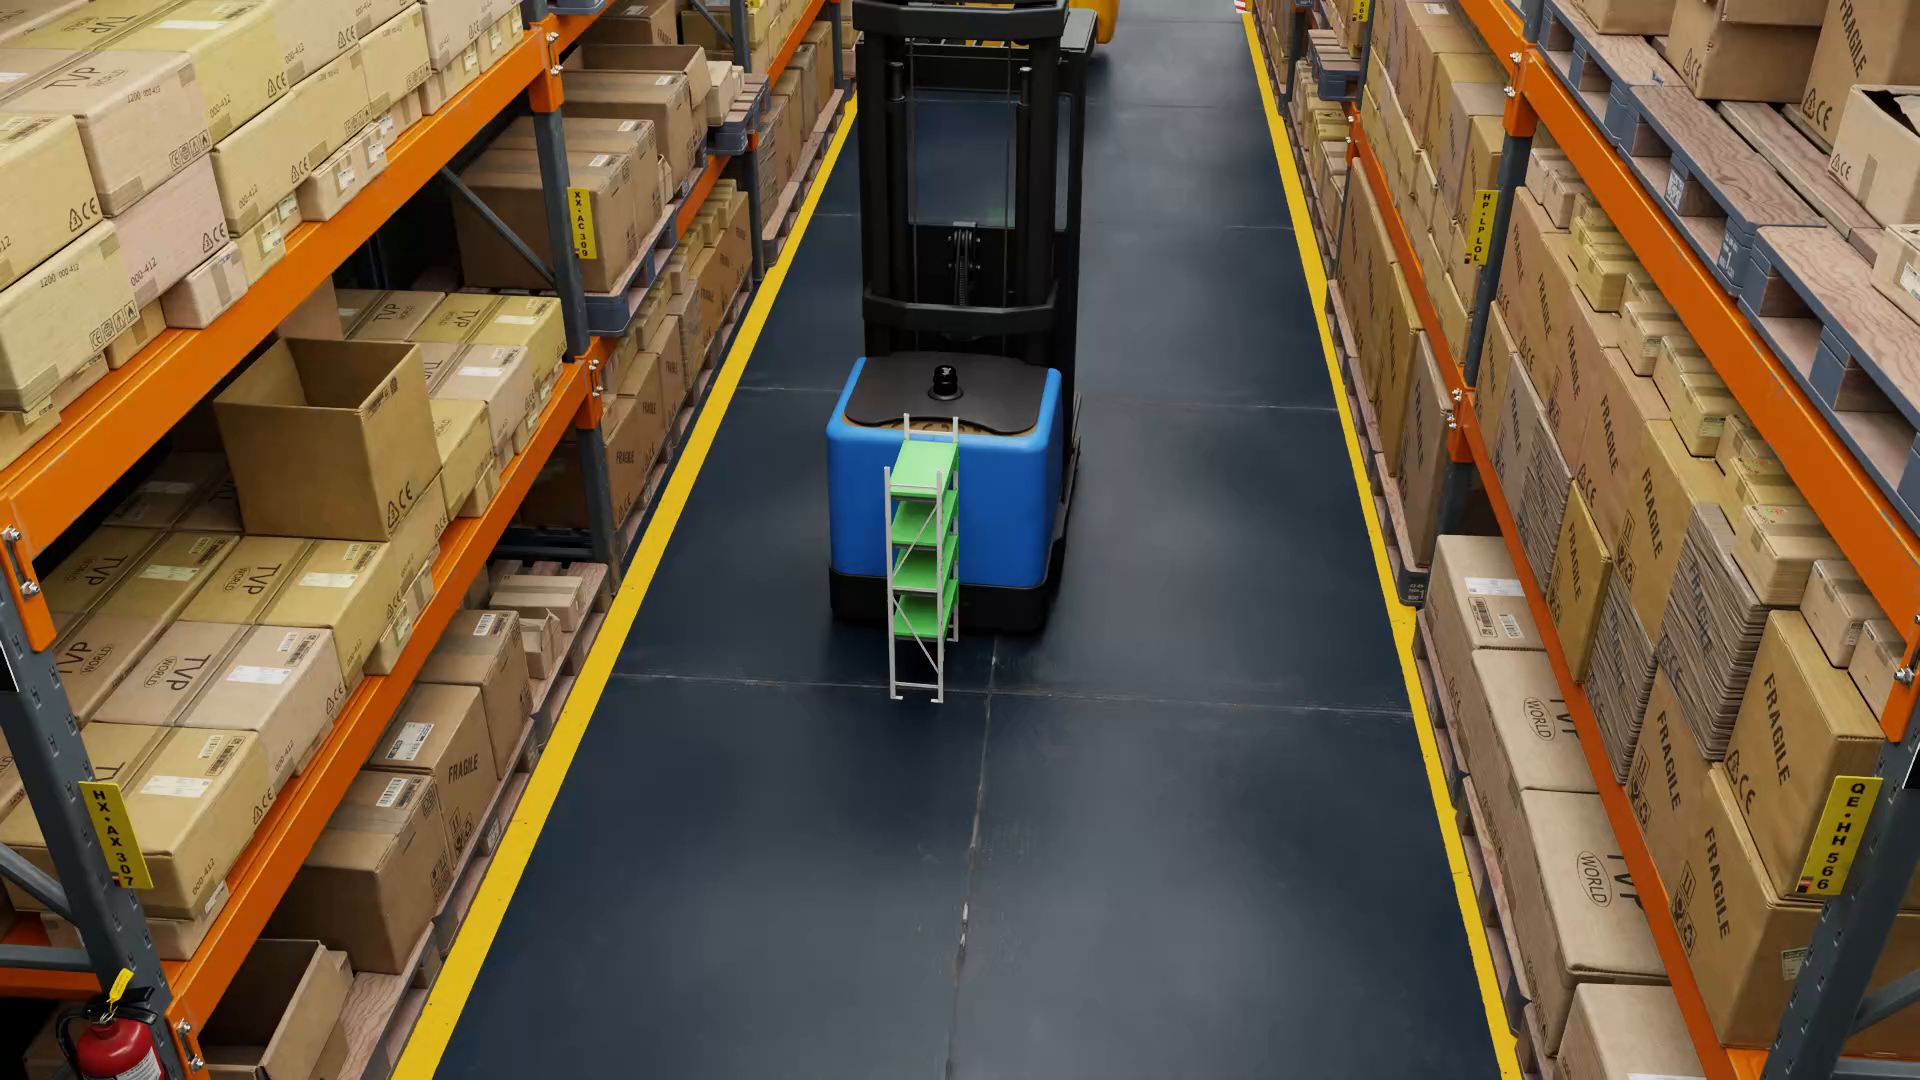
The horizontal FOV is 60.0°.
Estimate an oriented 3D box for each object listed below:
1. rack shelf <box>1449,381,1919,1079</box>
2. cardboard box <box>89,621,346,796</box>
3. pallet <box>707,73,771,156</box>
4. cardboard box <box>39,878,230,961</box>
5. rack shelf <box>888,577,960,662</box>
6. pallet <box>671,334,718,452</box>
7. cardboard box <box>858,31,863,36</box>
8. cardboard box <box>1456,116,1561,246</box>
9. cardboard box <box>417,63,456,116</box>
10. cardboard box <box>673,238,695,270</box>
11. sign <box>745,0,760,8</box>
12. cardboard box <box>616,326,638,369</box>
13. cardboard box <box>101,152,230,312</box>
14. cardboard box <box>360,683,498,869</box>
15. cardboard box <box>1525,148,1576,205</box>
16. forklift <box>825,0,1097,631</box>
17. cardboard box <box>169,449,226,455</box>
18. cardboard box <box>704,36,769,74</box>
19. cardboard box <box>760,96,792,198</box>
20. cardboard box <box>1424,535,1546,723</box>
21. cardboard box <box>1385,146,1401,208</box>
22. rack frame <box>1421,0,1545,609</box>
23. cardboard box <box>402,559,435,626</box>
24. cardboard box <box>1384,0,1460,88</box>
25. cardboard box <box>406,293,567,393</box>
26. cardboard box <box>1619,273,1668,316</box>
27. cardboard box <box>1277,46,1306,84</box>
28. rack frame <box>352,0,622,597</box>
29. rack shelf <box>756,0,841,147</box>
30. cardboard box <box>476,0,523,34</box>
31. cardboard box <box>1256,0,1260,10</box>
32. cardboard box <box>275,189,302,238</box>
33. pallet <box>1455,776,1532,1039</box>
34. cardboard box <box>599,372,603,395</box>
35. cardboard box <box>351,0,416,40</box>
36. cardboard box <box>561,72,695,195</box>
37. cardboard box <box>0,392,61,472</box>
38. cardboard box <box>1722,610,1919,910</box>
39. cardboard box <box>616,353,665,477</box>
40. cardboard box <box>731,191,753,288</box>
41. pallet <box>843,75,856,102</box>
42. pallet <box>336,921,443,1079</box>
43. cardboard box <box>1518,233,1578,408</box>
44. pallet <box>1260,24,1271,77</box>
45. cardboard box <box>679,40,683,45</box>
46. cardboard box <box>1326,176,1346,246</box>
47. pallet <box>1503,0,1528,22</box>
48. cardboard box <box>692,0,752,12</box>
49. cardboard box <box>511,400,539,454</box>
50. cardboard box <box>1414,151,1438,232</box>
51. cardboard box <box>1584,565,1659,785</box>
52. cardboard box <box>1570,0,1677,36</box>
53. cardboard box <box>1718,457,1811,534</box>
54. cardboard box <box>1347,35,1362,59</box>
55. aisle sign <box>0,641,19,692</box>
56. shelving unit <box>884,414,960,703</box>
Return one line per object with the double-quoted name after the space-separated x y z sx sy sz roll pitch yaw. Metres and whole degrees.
2.574 0.516 5.739 1.077 0.370 4.000 2 32 4 "rack shelf"
-2.190 0.494 4.949 0.500 0.250 0.500 3 32 5 "cardboard box"
-1.870 -2.698 10.452 1.213 0.211 1.003 2 32 4 "pallet"
-2.236 0.993 4.520 0.380 0.149 0.250 2 32 4 "cardboard box"
-0.162 0.349 7.619 0.258 0.148 0.480 4 32 7 "rack shelf"
-2.086 -0.925 10.050 1.003 0.211 1.213 2 32 4 "pallet"
-1.164 -4.742 15.806 0.500 0.250 0.500 2 32 3 "cardboard box"
2.523 -1.548 7.355 0.500 0.500 0.500 3 32 6 "cardboard box"
-2.024 -1.619 5.898 0.380 0.149 0.250 2 32 4 "cardboard box"
-1.816 -1.713 10.034 0.380 0.149 0.250 2 32 3 "cardboard box"
-1.344 -3.578 10.669 0.100 0.325 0.005 2 32 4 "sign"
-1.953 -1.039 8.942 0.380 0.149 0.250 2 32 3 "cardboard box"
-2.207 -0.781 4.158 0.500 0.250 0.500 3 32 5 "cardboard box"
-2.141 0.898 6.416 0.500 0.500 0.500 3 32 5 "cardboard box"
2.452 -1.426 6.538 0.380 0.149 0.250 2 32 3 "cardboard box"
0.087 -1.571 8.506 1.130 2.935 3.031 4 32 7 "forklift"
-2.598 -0.329 6.284 0.500 0.250 0.500 3 32 5 "cardboard box"
-1.606 -3.295 11.381 0.500 0.250 0.500 3 32 4 "cardboard box"
-1.775 -2.973 12.578 0.875 0.625 0.625 3 32 6 "cardboard box"
2.579 0.400 7.284 0.875 0.438 0.875 2 32 3 "cardboard box"
2.699 -2.075 9.401 0.500 0.250 0.500 3 32 6 "cardboard box"
2.737 -0.836 7.247 1.000 3.000 0.127 2 32 4 "rack frame"
-2.081 0.183 5.834 0.380 0.149 0.250 3 32 5 "cardboard box"
2.748 -2.888 9.529 0.500 0.500 0.500 3 32 4 "cardboard box"
-2.009 -0.832 7.100 0.500 0.250 0.500 3 32 5 "cardboard box"
2.398 -0.756 5.451 0.380 0.149 0.250 2 32 4 "cardboard box"
3.168 -4.348 15.166 0.500 0.250 0.500 4 32 6 "cardboard box"
-2.211 -1.046 7.588 1.000 3.000 0.127 2 32 4 "rack frame"
-1.722 -3.877 12.867 1.077 0.370 4.000 2 32 4 "rack shelf"
-2.001 -2.122 6.335 0.500 0.250 0.500 3 32 4 "cardboard box"
3.372 -5.709 17.375 0.500 0.250 0.500 2 32 4 "cardboard box"
-2.150 -0.948 4.809 0.380 0.149 0.250 2 32 3 "cardboard box"
2.500 1.385 6.301 1.003 0.211 1.213 2 32 4 "pallet"
-1.977 -0.742 8.175 0.380 0.149 0.250 2 32 3 "cardboard box"
-2.094 -1.794 5.325 0.500 0.250 0.500 3 32 5 "cardboard box"
-1.842 -2.192 8.952 0.700 0.500 0.500 2 32 4 "cardboard box"
-2.279 -0.281 3.727 0.380 0.149 0.250 3 32 5 "cardboard box"
2.213 0.526 3.990 0.500 0.500 0.500 3 32 6 "cardboard box"
-1.914 -0.682 8.981 0.500 0.500 0.500 2 32 3 "cardboard box"
-1.705 -2.022 11.154 0.500 0.500 0.500 3 32 5 "cardboard box"
-1.453 -4.456 15.779 1.003 0.211 1.213 2 32 4 "pallet"
-2.466 1.777 5.666 1.003 0.211 1.213 2 32 4 "pallet"
2.409 -0.801 6.143 0.500 0.500 0.500 2 32 3 "cardboard box"
3.504 -4.824 16.377 1.003 0.211 1.213 2 32 4 "pallet"
-2.104 -3.319 11.420 0.500 0.250 0.500 2 32 3 "cardboard box"
3.118 -2.282 11.699 0.950 0.372 0.625 0 32 1 "cardboard box"
2.762 -2.513 7.291 0.805 0.209 1.217 1 32 2 "pallet"
-1.566 -3.610 11.035 0.380 0.149 0.250 3 32 5 "cardboard box"
-1.982 -0.487 6.921 0.380 0.149 0.250 3 32 5 "cardboard box"
2.600 -1.758 8.411 0.500 0.250 0.500 3 32 5 "cardboard box"
2.274 0.419 5.116 0.500 0.500 0.500 3 32 5 "cardboard box"
2.479 -2.078 5.813 0.500 0.500 0.500 3 32 5 "cardboard box"
2.236 -0.087 4.365 0.380 0.149 0.250 3 32 5 "cardboard box"
2.804 -3.324 11.124 0.380 0.149 0.250 3 32 5 "cardboard box"
-2.249 -0.013 3.433 0.394 0.787 0.004 2 32 4 "aisle sign"
-0.162 0.090 7.460 0.258 1.200 0.503 4 32 7 "shelving unit"
